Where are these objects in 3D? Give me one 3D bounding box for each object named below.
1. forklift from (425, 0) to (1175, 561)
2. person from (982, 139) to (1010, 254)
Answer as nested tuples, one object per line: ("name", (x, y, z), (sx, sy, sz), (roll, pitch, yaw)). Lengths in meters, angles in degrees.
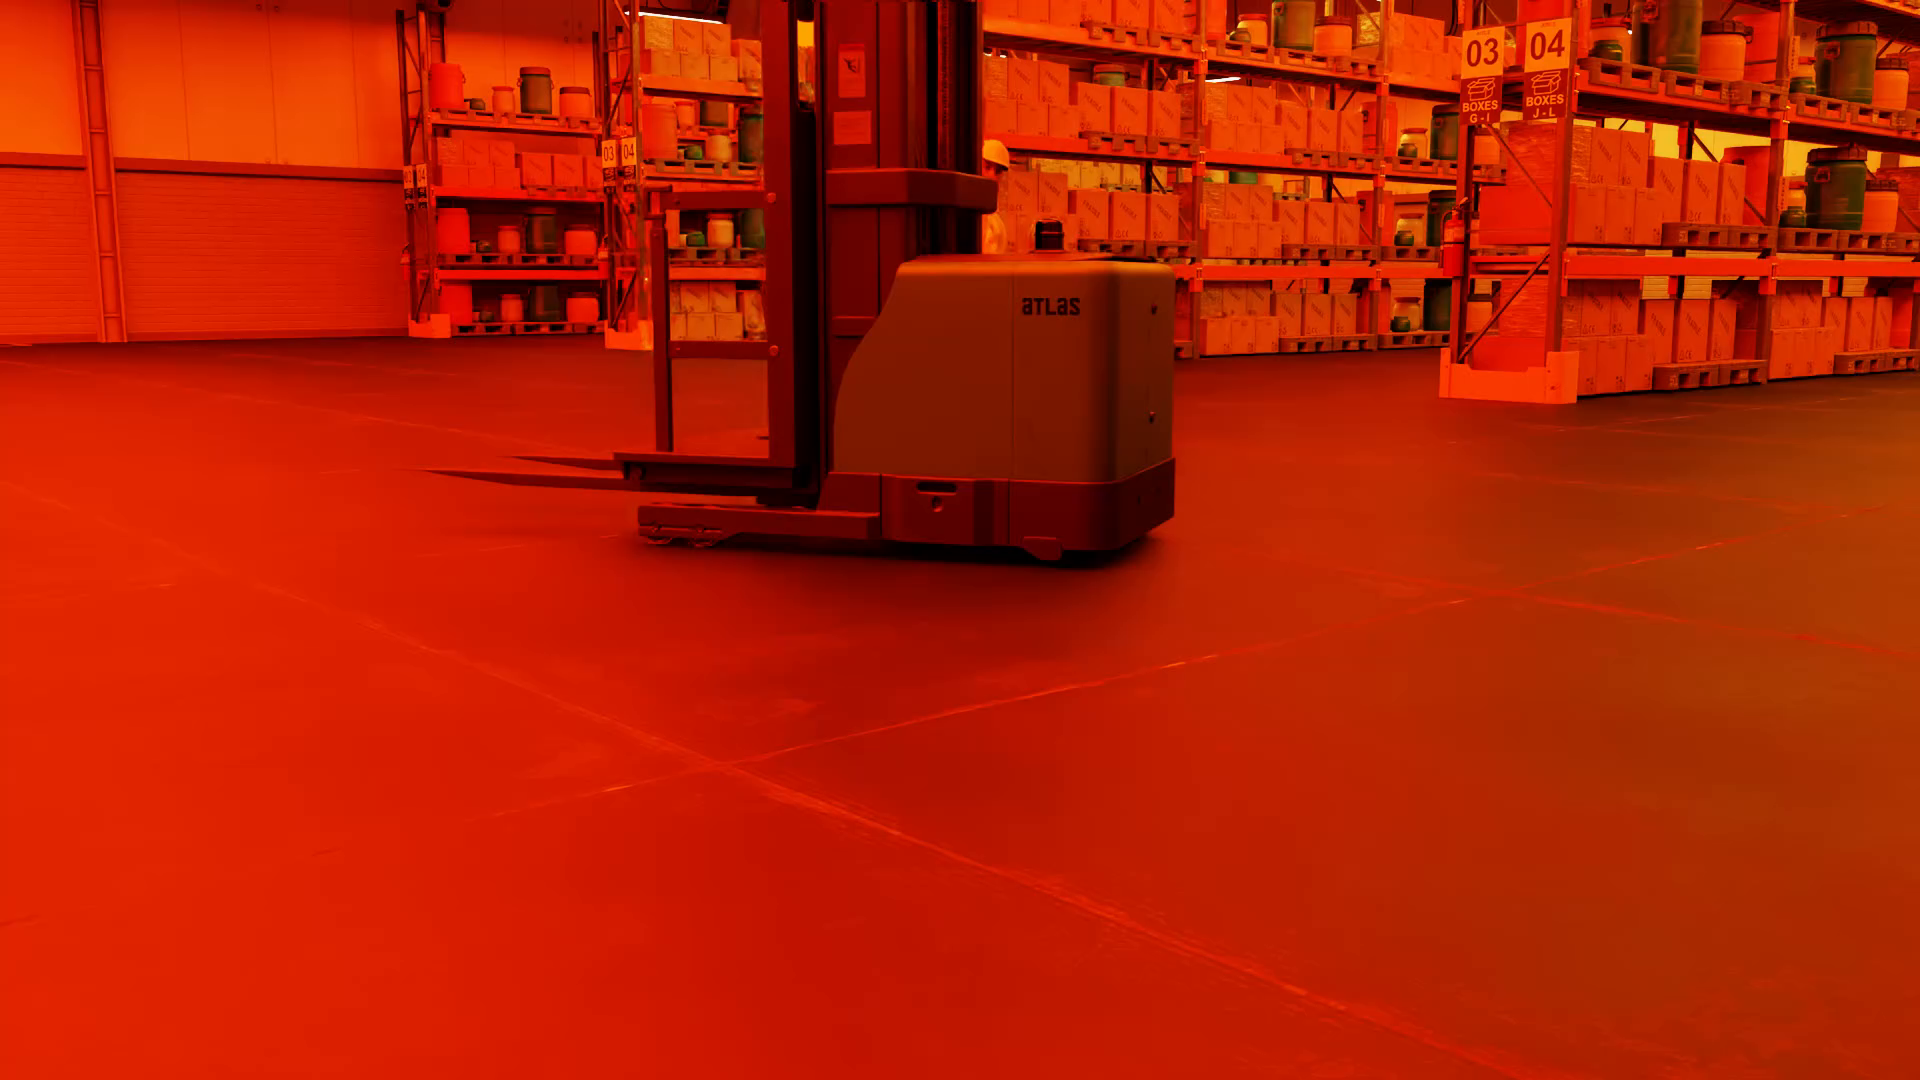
("forklift", (-0.711, -1.489, 6.576), (3.031, 2.935, 1.130), (3, 9, 20))
("person", (0.154, -1.225, 8.764), (0.523, 1.743, 0.794), (0, 9, 2))
